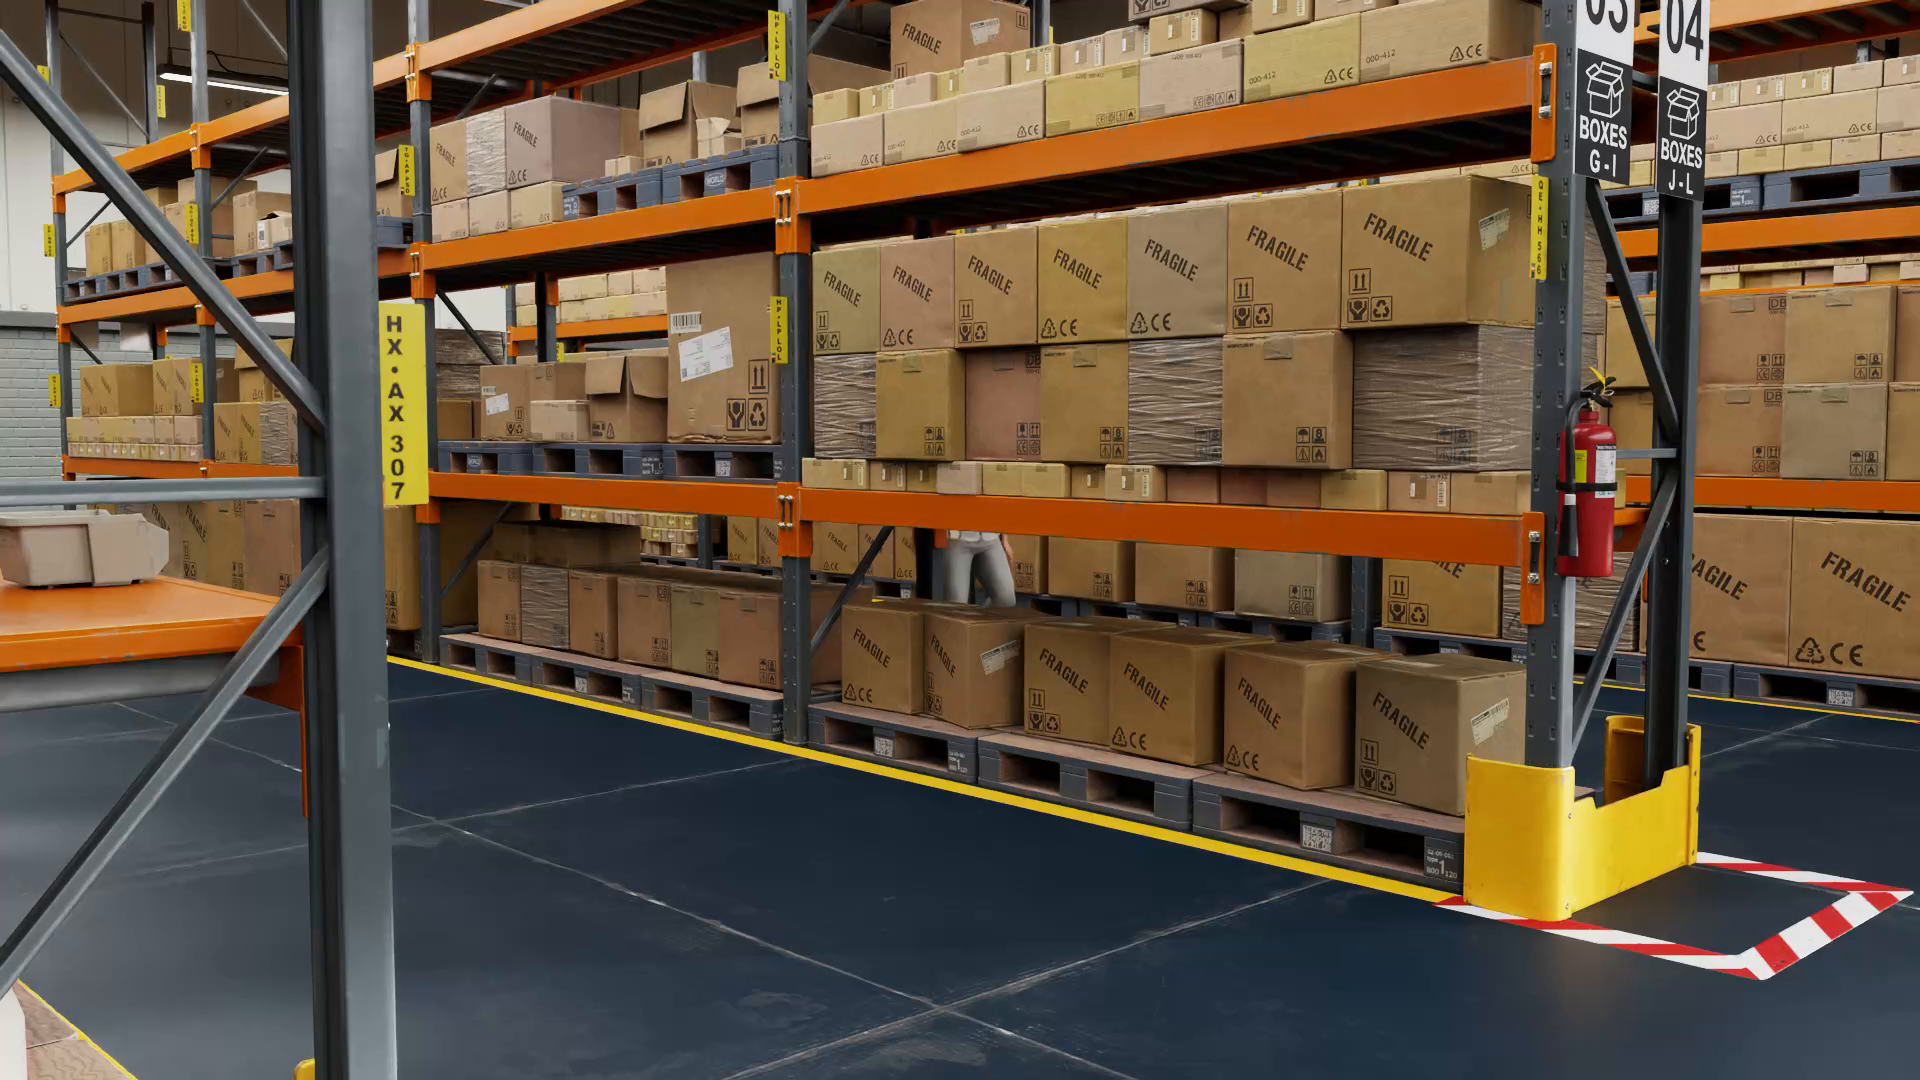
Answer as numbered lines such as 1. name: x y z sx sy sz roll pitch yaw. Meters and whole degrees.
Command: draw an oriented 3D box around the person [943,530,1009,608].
1. person: 0.106 0.032 10.270 0.611 1.776 0.538 -3 5 -39
